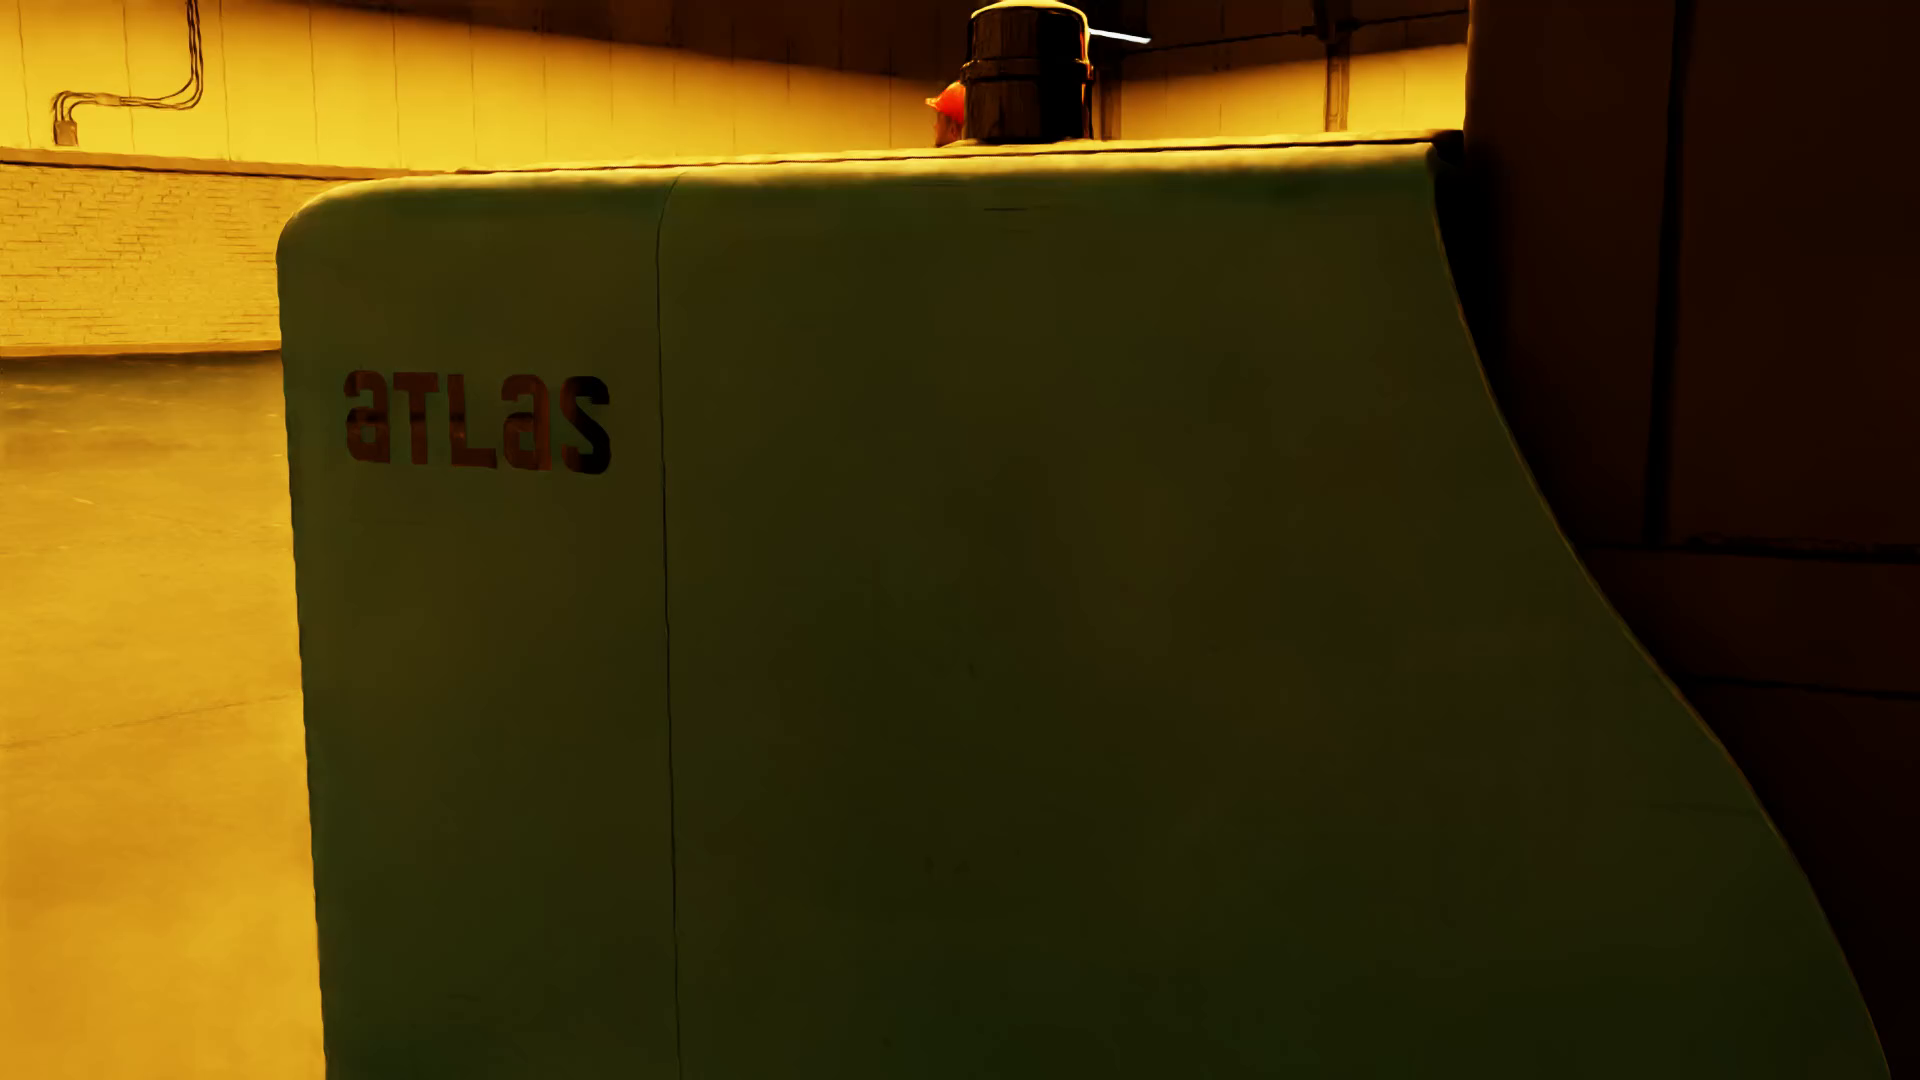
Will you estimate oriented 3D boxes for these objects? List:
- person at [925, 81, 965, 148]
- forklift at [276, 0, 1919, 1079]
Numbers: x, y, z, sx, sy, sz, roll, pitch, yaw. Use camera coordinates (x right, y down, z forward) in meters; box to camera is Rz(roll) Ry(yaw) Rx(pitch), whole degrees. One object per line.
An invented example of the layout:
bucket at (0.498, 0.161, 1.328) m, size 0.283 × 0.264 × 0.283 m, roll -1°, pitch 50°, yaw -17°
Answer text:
person at (-0.052, -0.901, 6.647) m, size 0.559 × 1.787 × 0.637 m, roll 8°, pitch 12°, yaw 43°
forklift at (1.077, -0.607, 0.905) m, size 3.031 × 2.935 × 1.130 m, roll 4°, pitch 9°, yaw 24°
